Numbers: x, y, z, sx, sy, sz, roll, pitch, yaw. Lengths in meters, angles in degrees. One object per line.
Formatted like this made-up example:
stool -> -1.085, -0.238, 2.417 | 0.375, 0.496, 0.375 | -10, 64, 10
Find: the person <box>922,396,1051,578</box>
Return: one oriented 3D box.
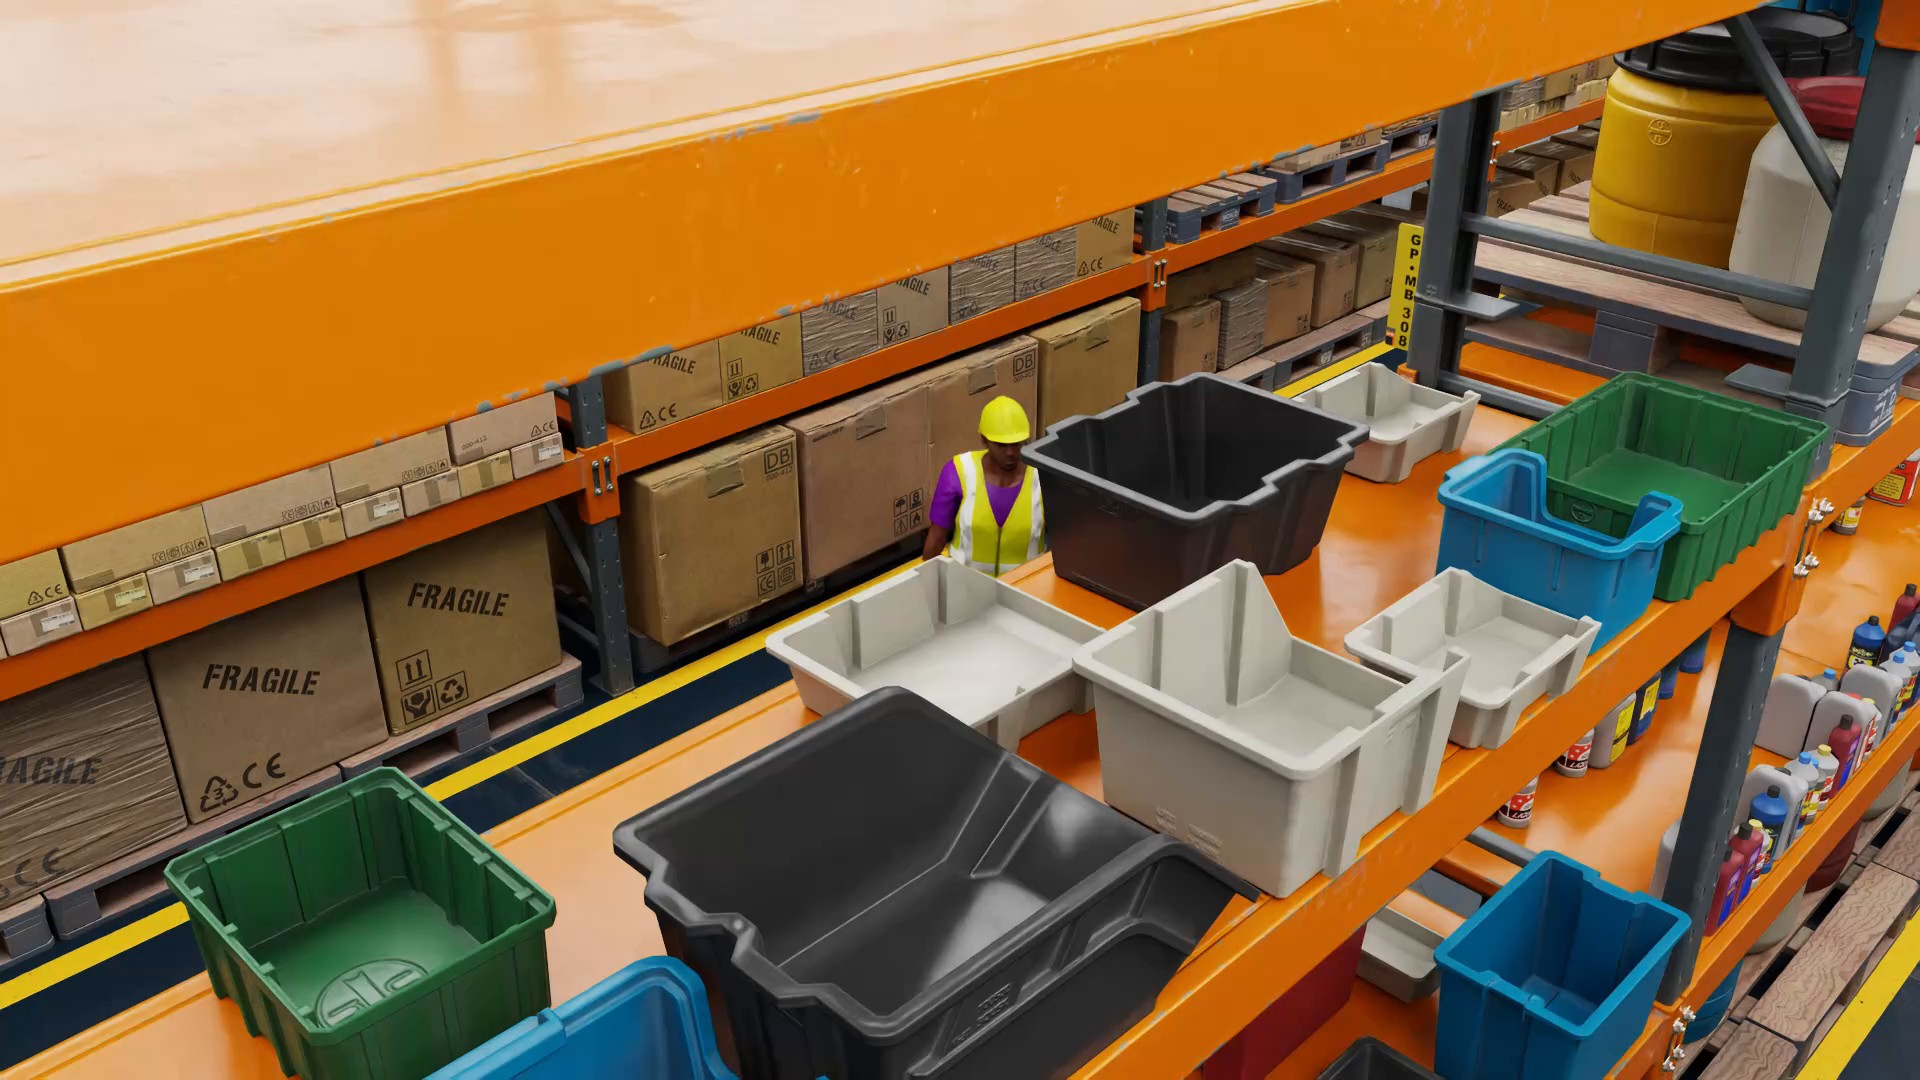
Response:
person -> 0.134, 0.196, 7.181 | 0.667, 1.762, 0.478 | 0, 28, 0
